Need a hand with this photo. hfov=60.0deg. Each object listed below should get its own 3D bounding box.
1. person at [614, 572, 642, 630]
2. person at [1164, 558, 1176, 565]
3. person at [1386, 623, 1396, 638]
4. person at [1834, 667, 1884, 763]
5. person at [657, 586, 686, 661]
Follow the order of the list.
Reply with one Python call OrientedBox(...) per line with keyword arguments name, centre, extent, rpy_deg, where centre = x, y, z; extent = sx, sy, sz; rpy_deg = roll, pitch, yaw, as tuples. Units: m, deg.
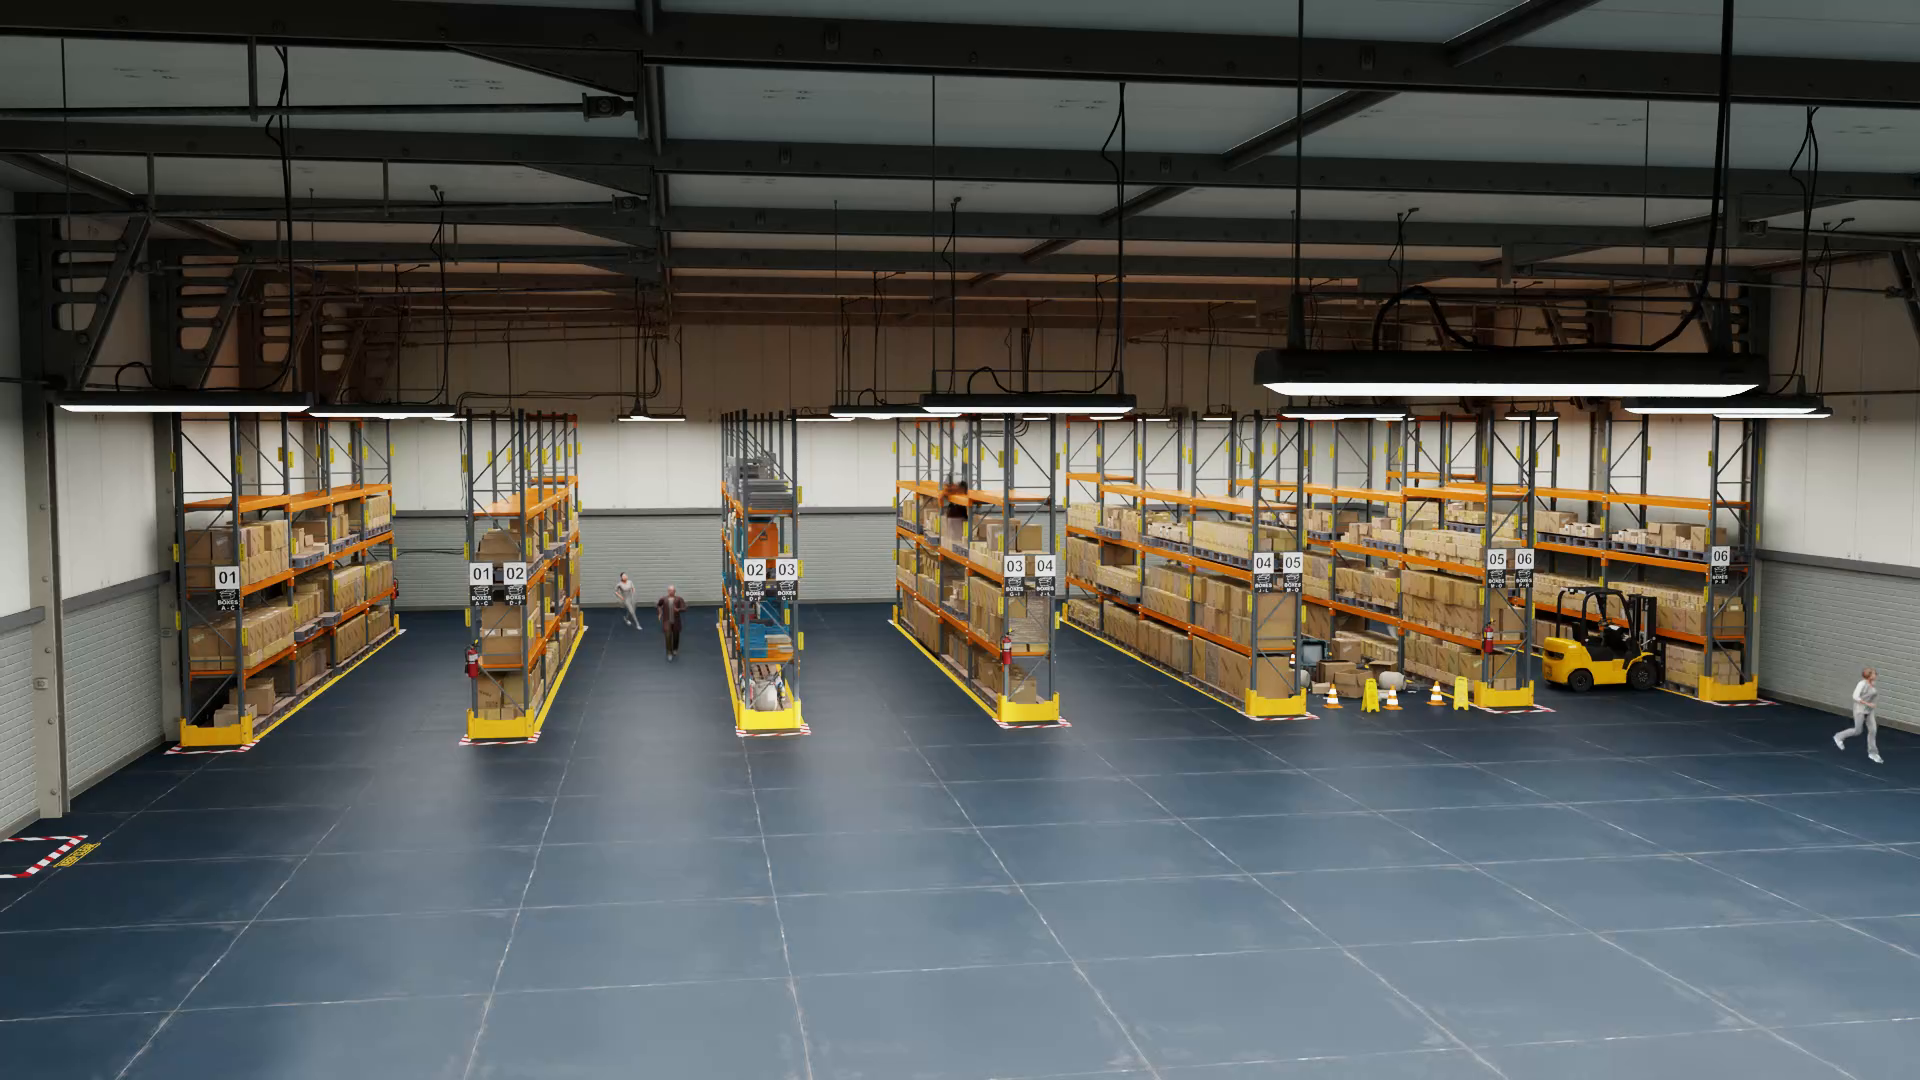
OrientedBox(name="person", centre=(-9.322, 1.693, 46.360), extent=(0.626, 1.609, 0.861), rpy_deg=(-3, 5, -40))
OrientedBox(name="person", centre=(6.330, 1.279, 50.628), extent=(0.984, 1.752, 0.706), rpy_deg=(-2, 4, -21))
OrientedBox(name="person", centre=(11.120, 1.848, 42.751), extent=(0.707, 1.792, 0.924), rpy_deg=(0, 4, -6))
OrientedBox(name="person", centre=(15.406, 2.949, 28.419), extent=(0.565, 1.590, 0.911), rpy_deg=(-2, 5, -30))
OrientedBox(name="person", centre=(-7.000, 1.992, 40.372), extent=(0.704, 1.761, 1.065), rpy_deg=(-1, 4, -11))
